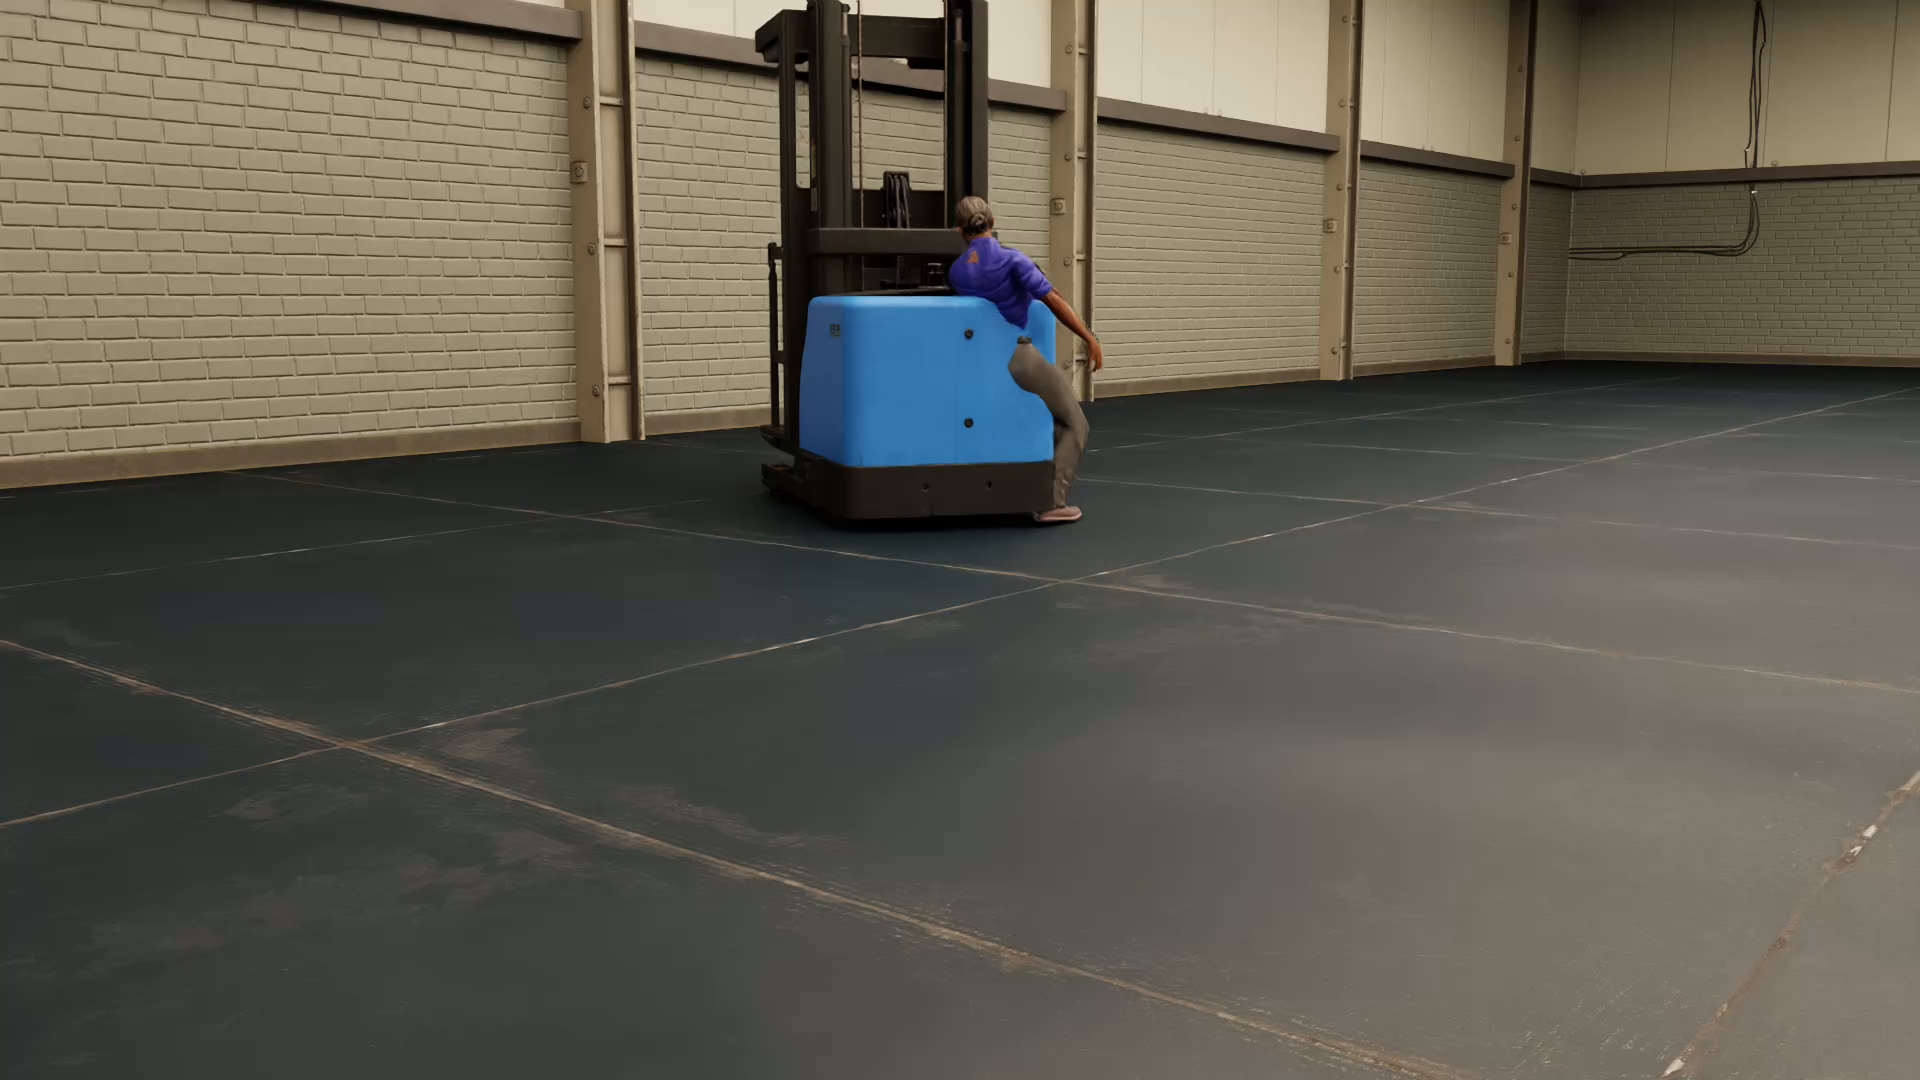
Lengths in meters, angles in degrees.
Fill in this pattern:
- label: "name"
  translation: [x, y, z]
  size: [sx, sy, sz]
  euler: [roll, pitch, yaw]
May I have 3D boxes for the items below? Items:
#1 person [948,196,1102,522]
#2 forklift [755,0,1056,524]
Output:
- label: "person"
  translation: [0.277, -0.838, 7.822]
  size: [0.810, 1.521, 0.802]
  euler: [3, 9, 19]
- label: "forklift"
  translation: [-0.466, -1.700, 8.897]
  size: [1.130, 2.935, 3.031]
  euler: [-3, 9, -17]
